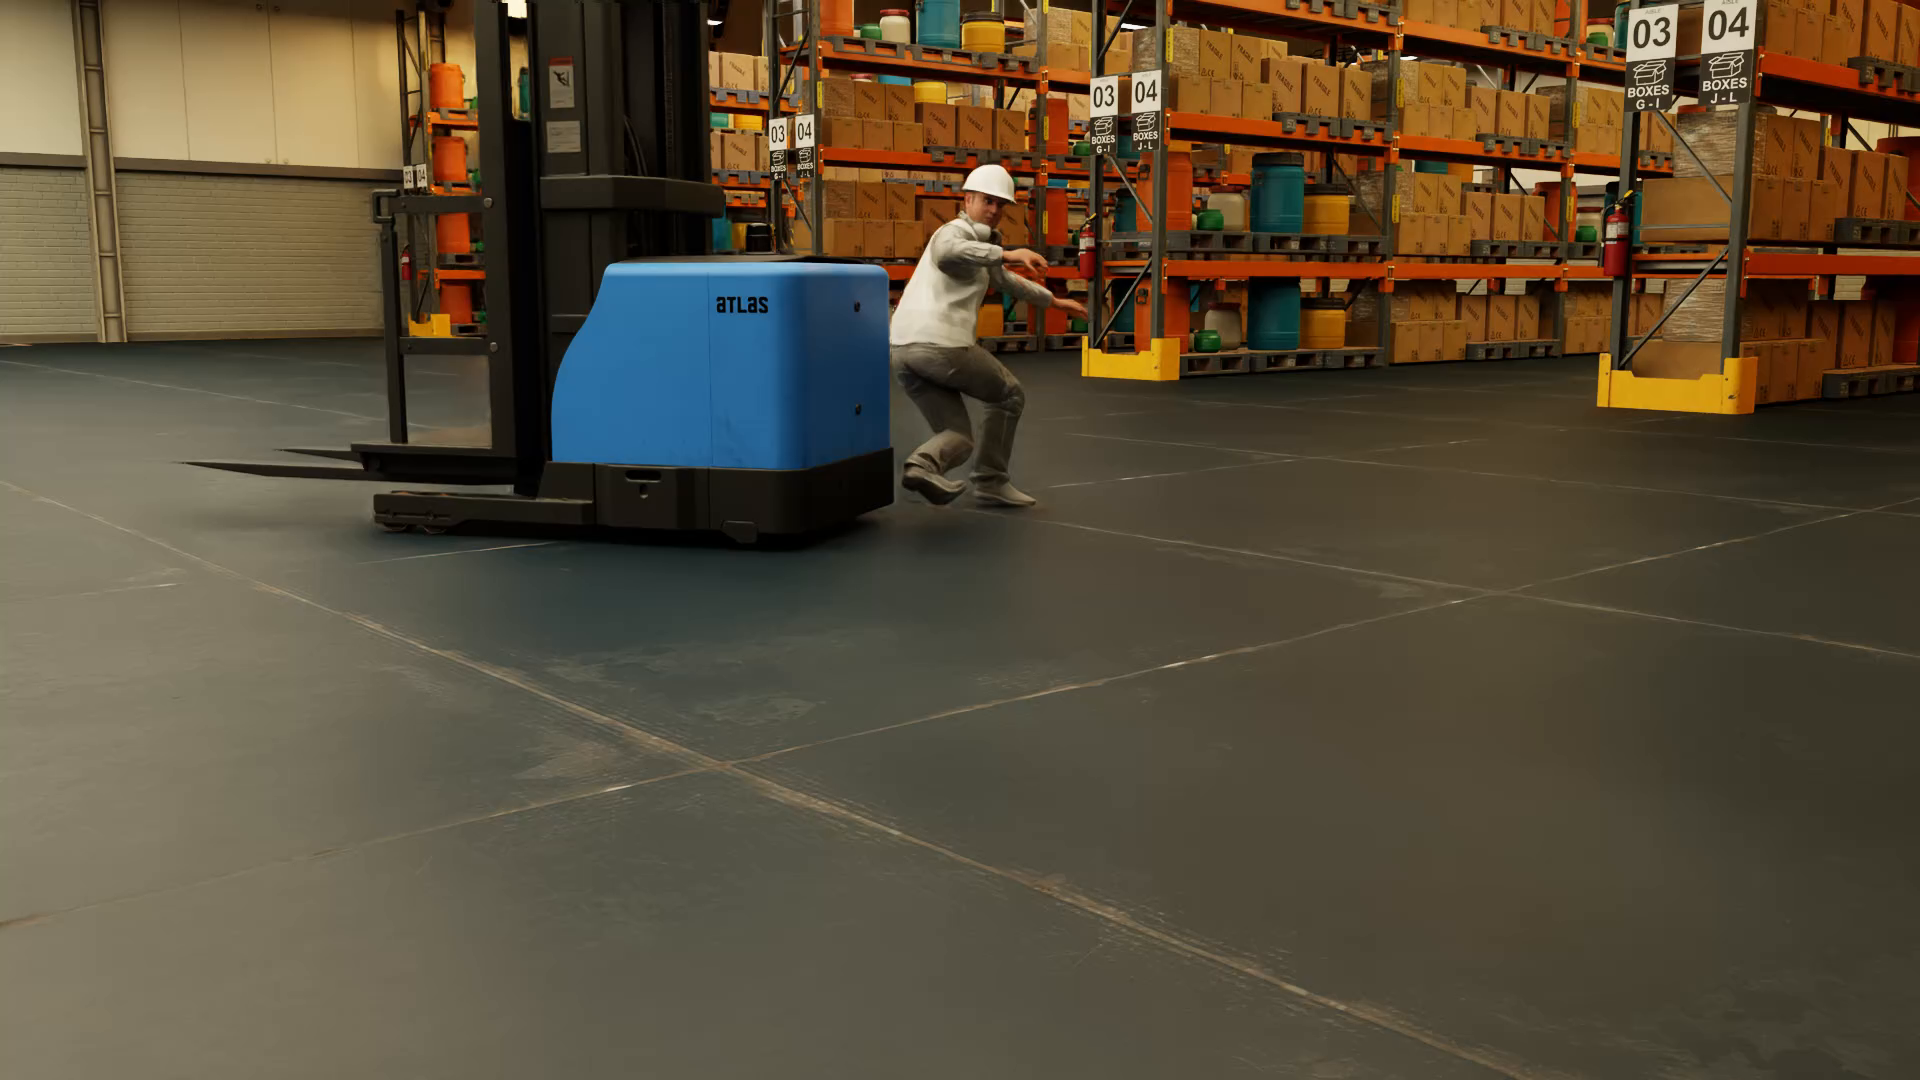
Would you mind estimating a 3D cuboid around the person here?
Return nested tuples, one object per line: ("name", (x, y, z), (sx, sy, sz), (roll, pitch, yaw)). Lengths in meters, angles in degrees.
("person", (0.184, -0.875, 7.304), (1.100, 1.533, 0.848), (-5, 10, -28))

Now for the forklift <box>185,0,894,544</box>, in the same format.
("forklift", (-1.857, -1.543, 6.929), (3.031, 2.935, 1.130), (3, 9, 18))
